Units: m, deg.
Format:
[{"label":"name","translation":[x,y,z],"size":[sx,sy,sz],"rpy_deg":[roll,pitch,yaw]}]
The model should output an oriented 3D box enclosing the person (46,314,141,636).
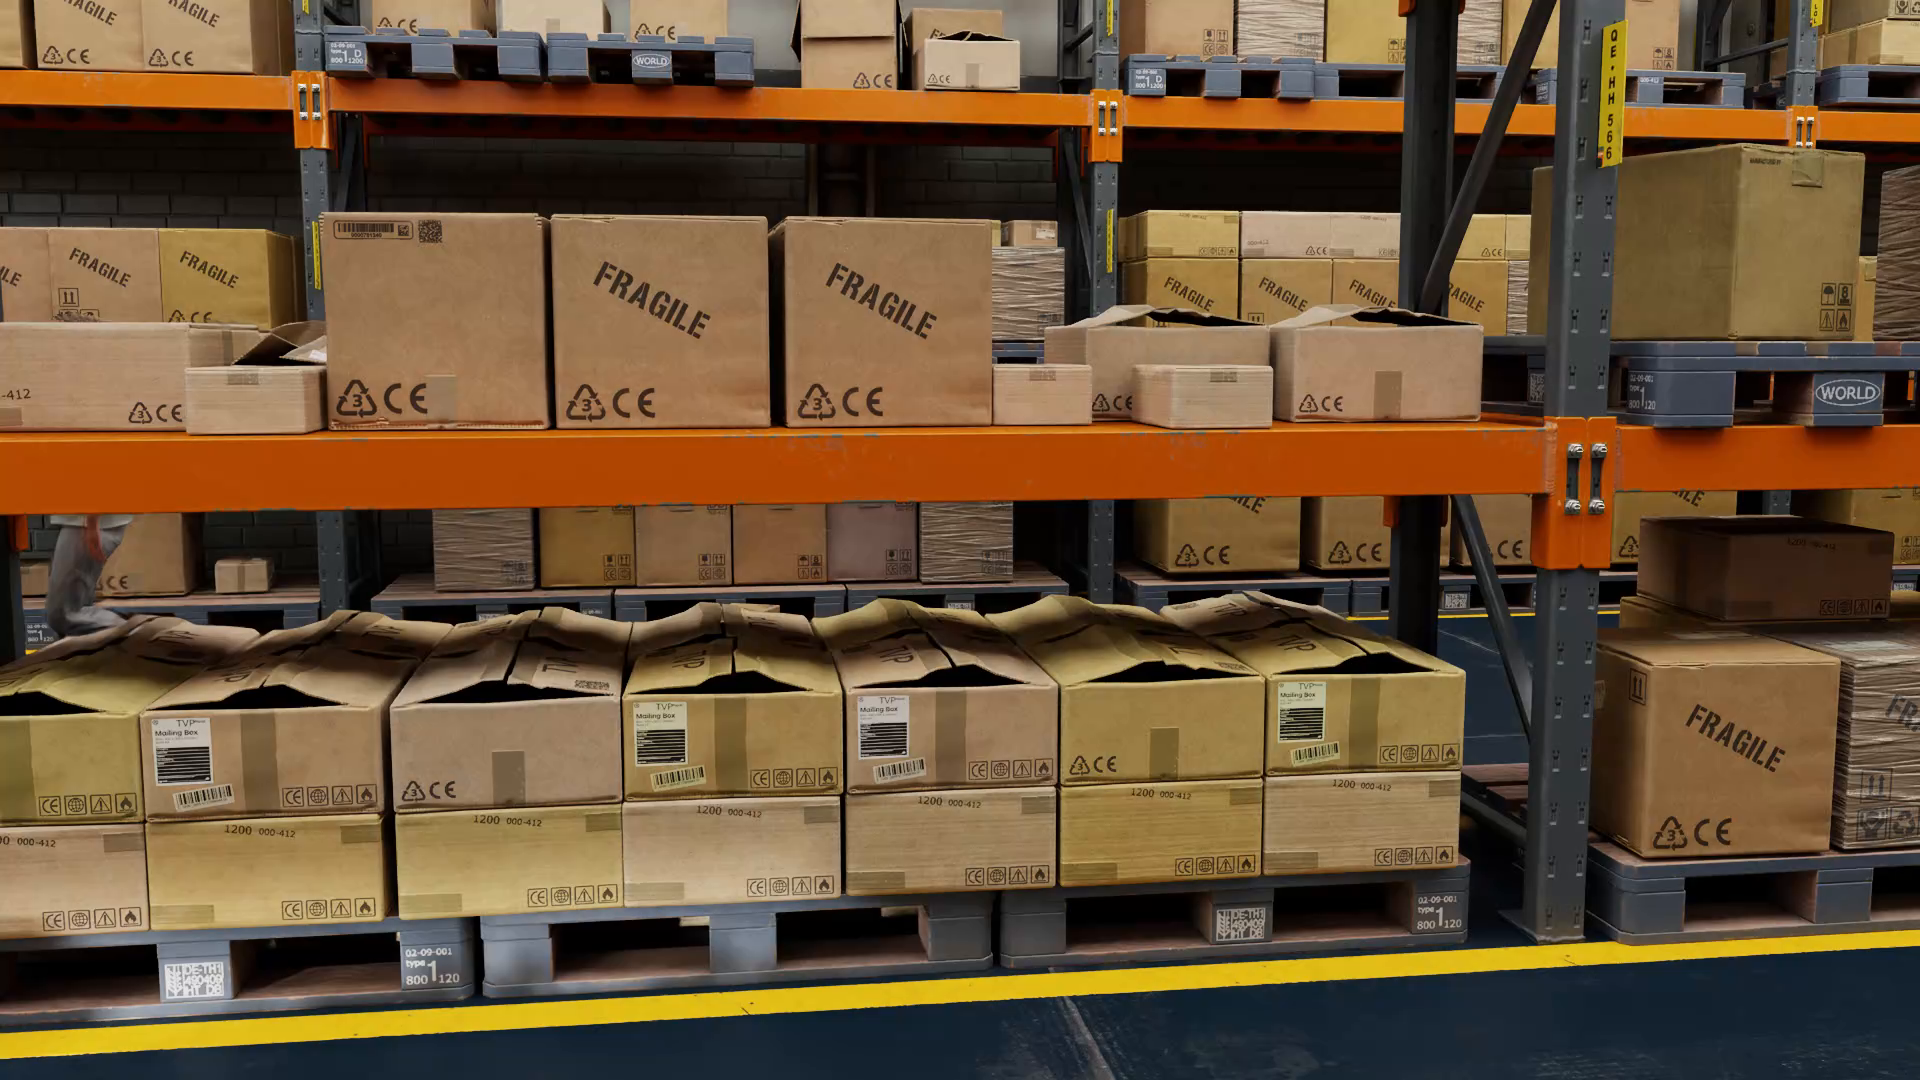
[{"label":"person","translation":[-3.244,-0.055,6.293],"size":[0.553,1.586,0.431],"rpy_deg":[-3,7,-26]}]
